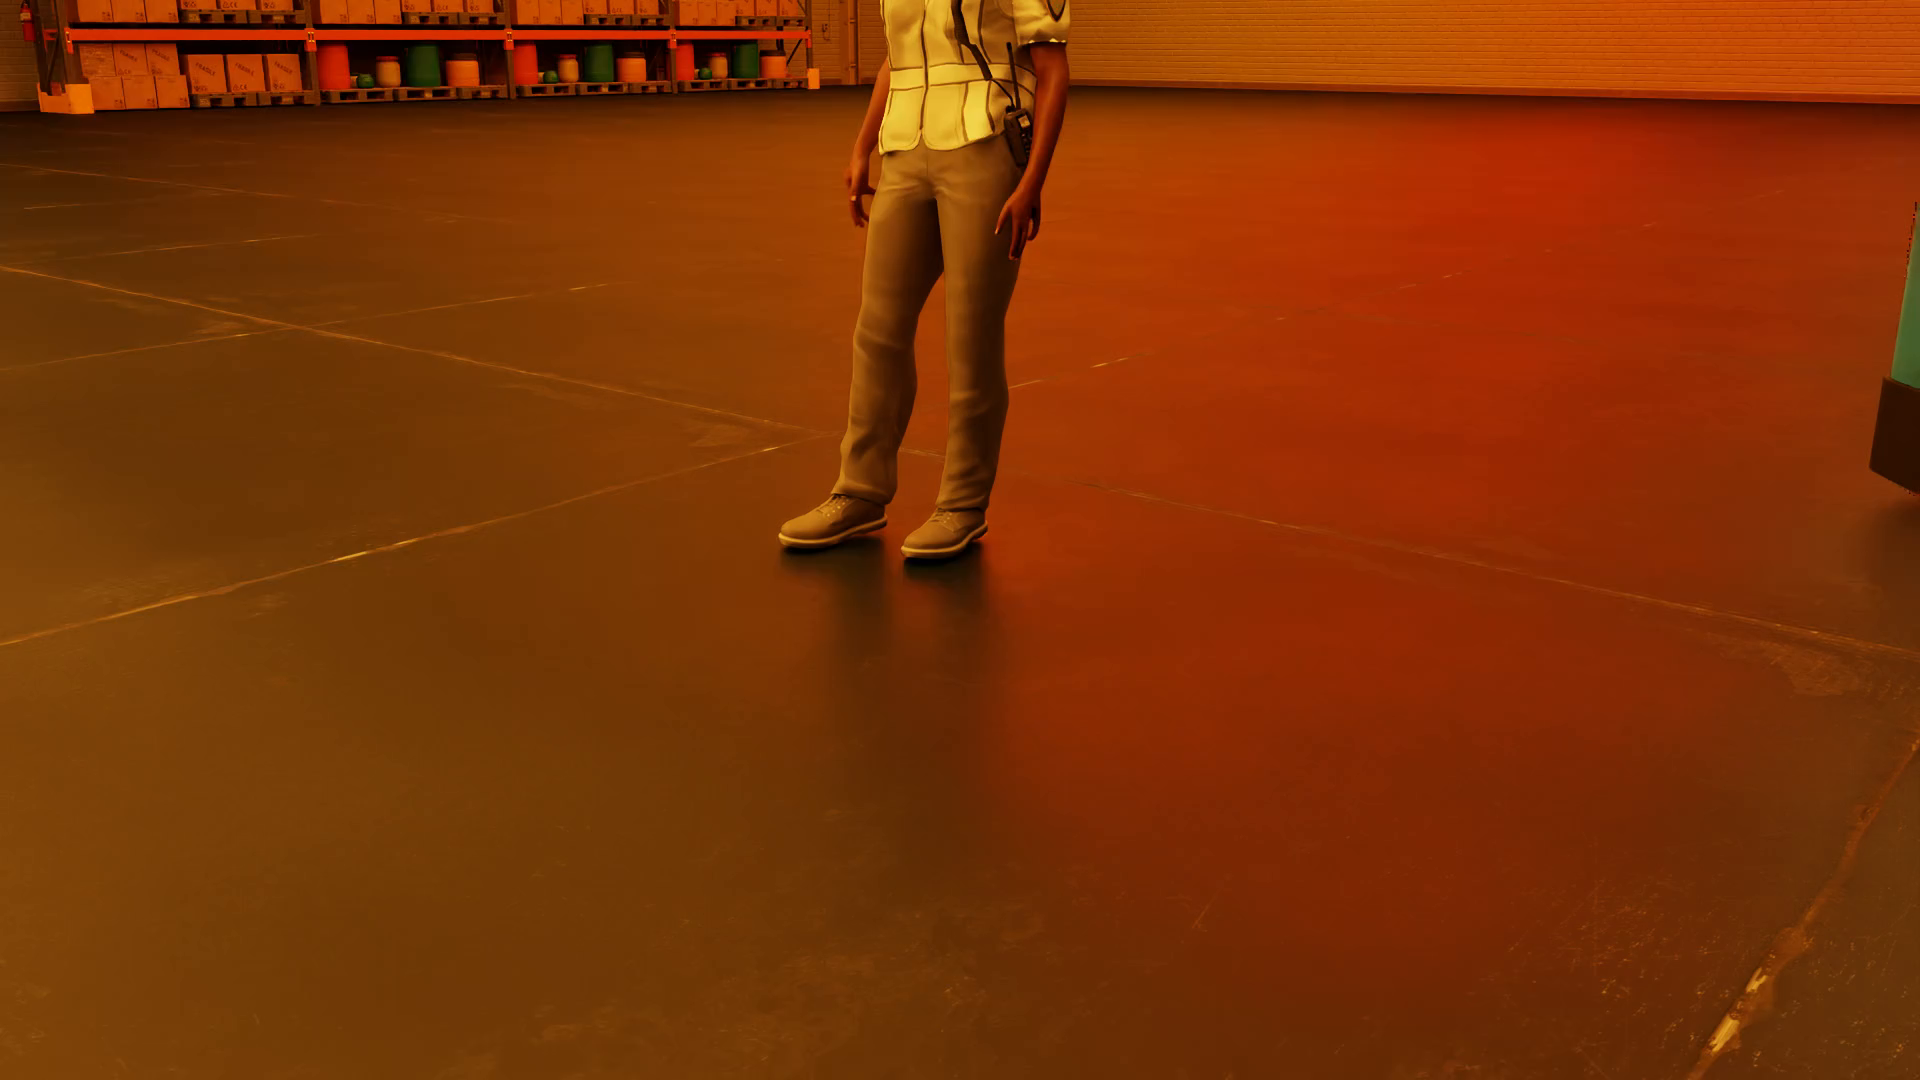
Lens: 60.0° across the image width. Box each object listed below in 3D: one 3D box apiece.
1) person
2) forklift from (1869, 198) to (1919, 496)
[{"bbox_3d":[-0.063,-0.805,3.651,0.570,1.695,0.530,13,21,37],"label":"person"},{"bbox_3d":[3.839,-1.368,3.401,3.031,2.935,1.130,1,17,2],"label":"forklift"}]
